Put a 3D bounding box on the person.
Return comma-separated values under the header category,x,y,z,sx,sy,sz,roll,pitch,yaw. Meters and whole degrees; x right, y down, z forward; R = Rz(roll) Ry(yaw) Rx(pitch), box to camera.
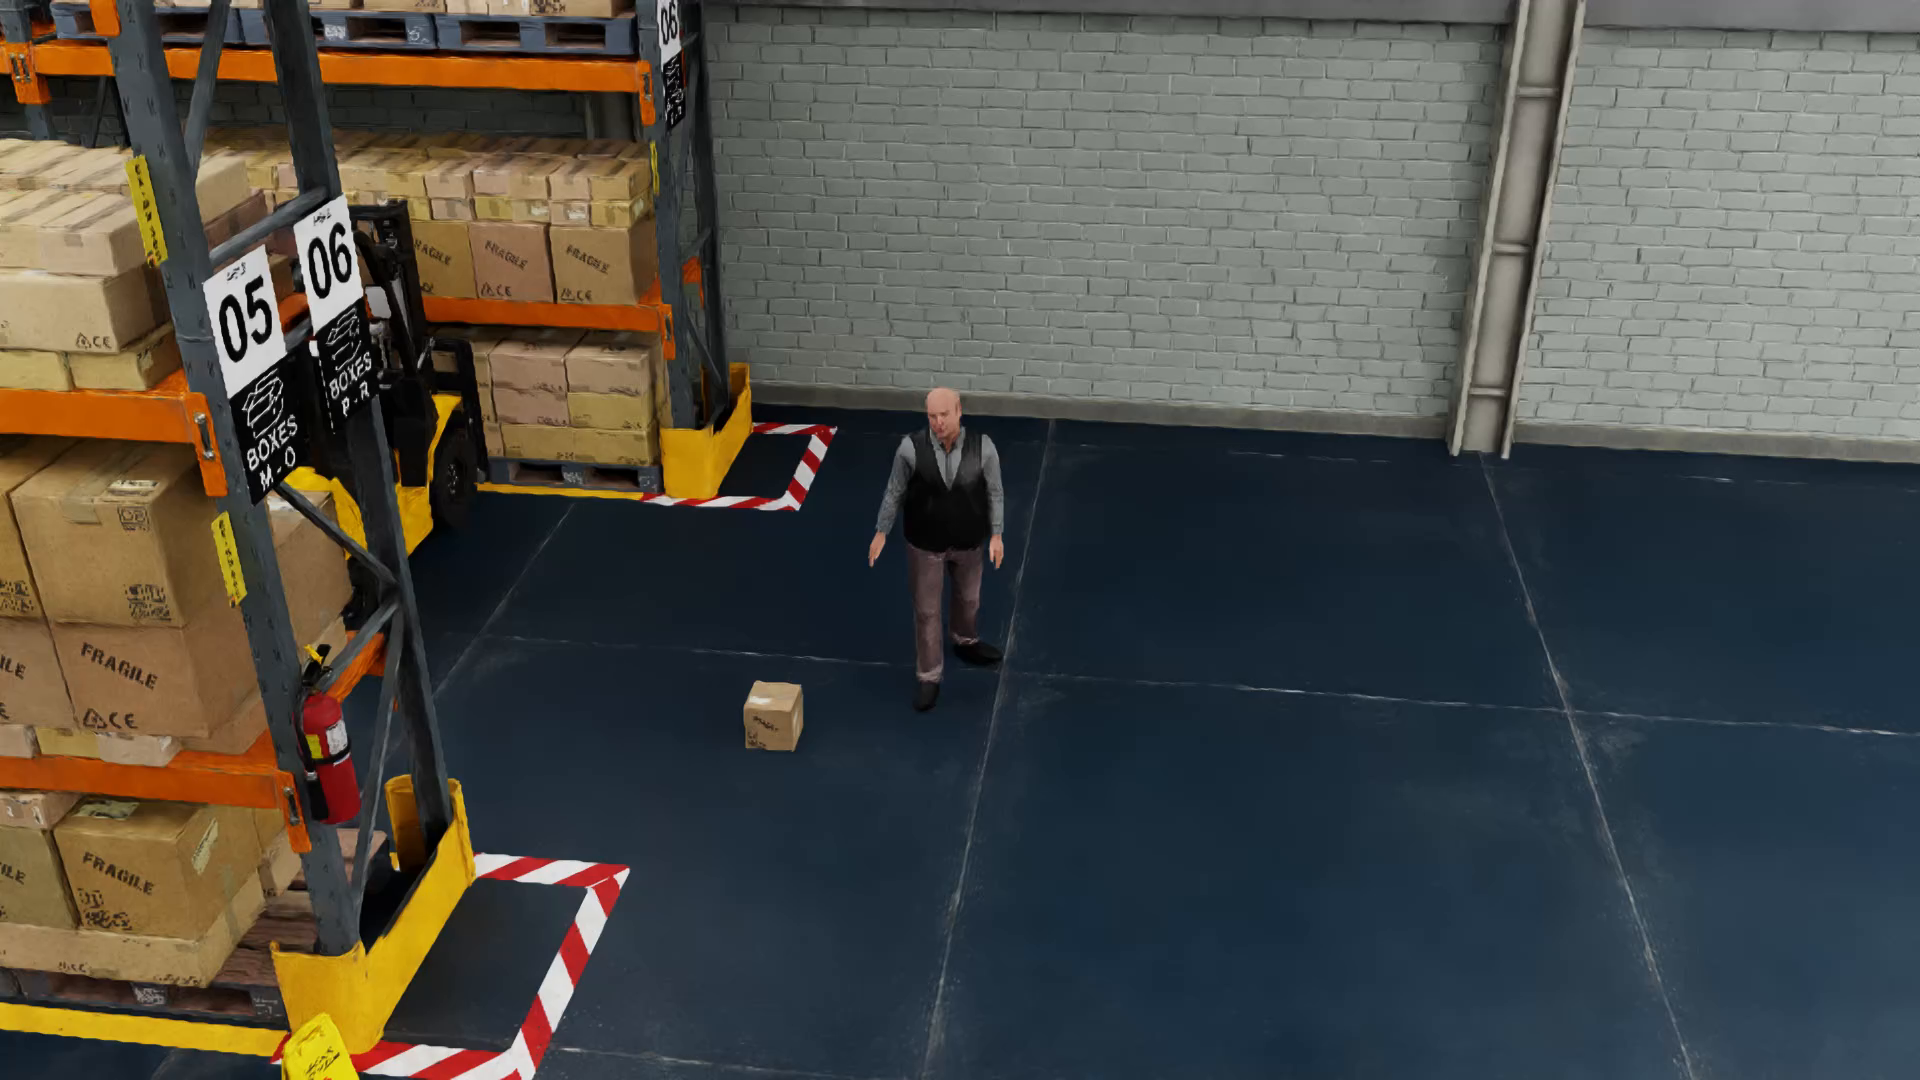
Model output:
category,x,y,z,sx,sy,sz,roll,pitch,yaw
person,-0.105,0.016,8.619,0.740,1.723,0.636,-4,29,-8
